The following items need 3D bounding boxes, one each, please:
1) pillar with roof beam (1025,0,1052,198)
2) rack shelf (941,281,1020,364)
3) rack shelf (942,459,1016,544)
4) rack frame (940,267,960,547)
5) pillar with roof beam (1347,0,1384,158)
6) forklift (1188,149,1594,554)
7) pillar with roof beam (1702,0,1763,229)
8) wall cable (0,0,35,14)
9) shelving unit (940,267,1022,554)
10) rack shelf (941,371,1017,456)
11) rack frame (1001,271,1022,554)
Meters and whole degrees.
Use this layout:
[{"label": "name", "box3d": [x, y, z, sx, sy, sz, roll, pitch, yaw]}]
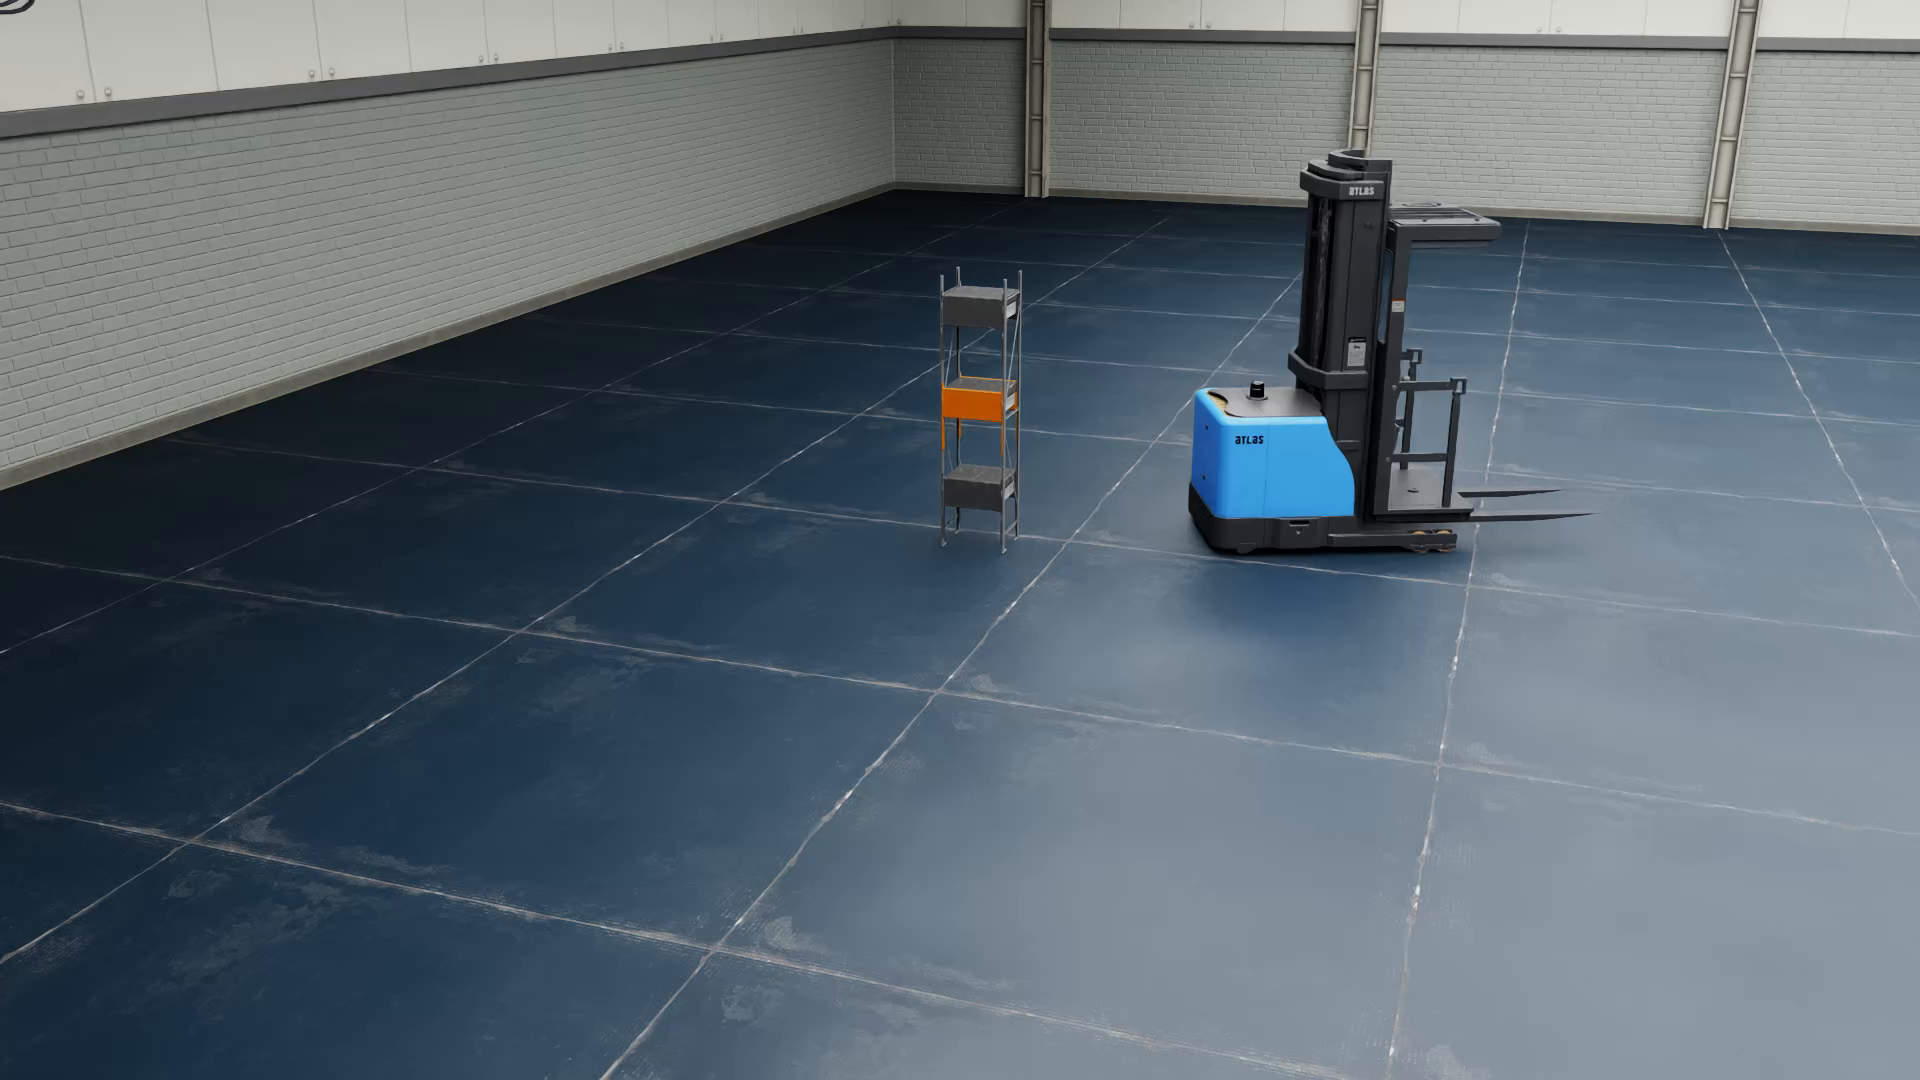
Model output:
[{"label": "pillar with roof beam", "box3d": [0.061, -9.513, 26.612, 0.400, 9.000, 9.100, 7, 20, 18]}, {"label": "rack shelf", "box3d": [0.156, -1.622, 12.369, 0.480, 0.518, 0.431, 7, 20, 18]}, {"label": "rack shelf", "box3d": [0.156, -0.300, 12.830, 0.480, 0.518, 0.431, 7, 20, 18]}, {"label": "rack frame", "box3d": [-0.074, -1.000, 12.671, 0.015, 2.100, 0.400, 7, 20, 18]}, {"label": "pillar with roof beam", "box3d": [5.728, -8.865, 24.753, 0.400, 9.000, 9.100, 7, 20, 18]}, {"label": "forklift", "box3d": [3.390, -1.456, 12.716, 3.031, 2.935, 1.130, -1, 19, -4]}, {"label": "pillar with roof beam", "box3d": [11.396, -8.217, 22.894, 0.400, 9.000, 9.100, 7, 20, 18]}, {"label": "wall cable", "box3d": [-8.082, -6.343, 12.351, 0.169, 6.003, 2.305, 7, 20, 18]}, {"label": "shelving unit", "box3d": [0.156, -0.974, 12.595, 0.503, 2.100, 0.431, 7, 20, 18]}, {"label": "rack shelf", "box3d": [0.156, -0.961, 12.600, 0.480, 0.518, 0.431, 7, 20, 18]}, {"label": "rack frame", "box3d": [0.387, -0.947, 12.520, 0.015, 2.100, 0.400, 7, 20, 18]}]
